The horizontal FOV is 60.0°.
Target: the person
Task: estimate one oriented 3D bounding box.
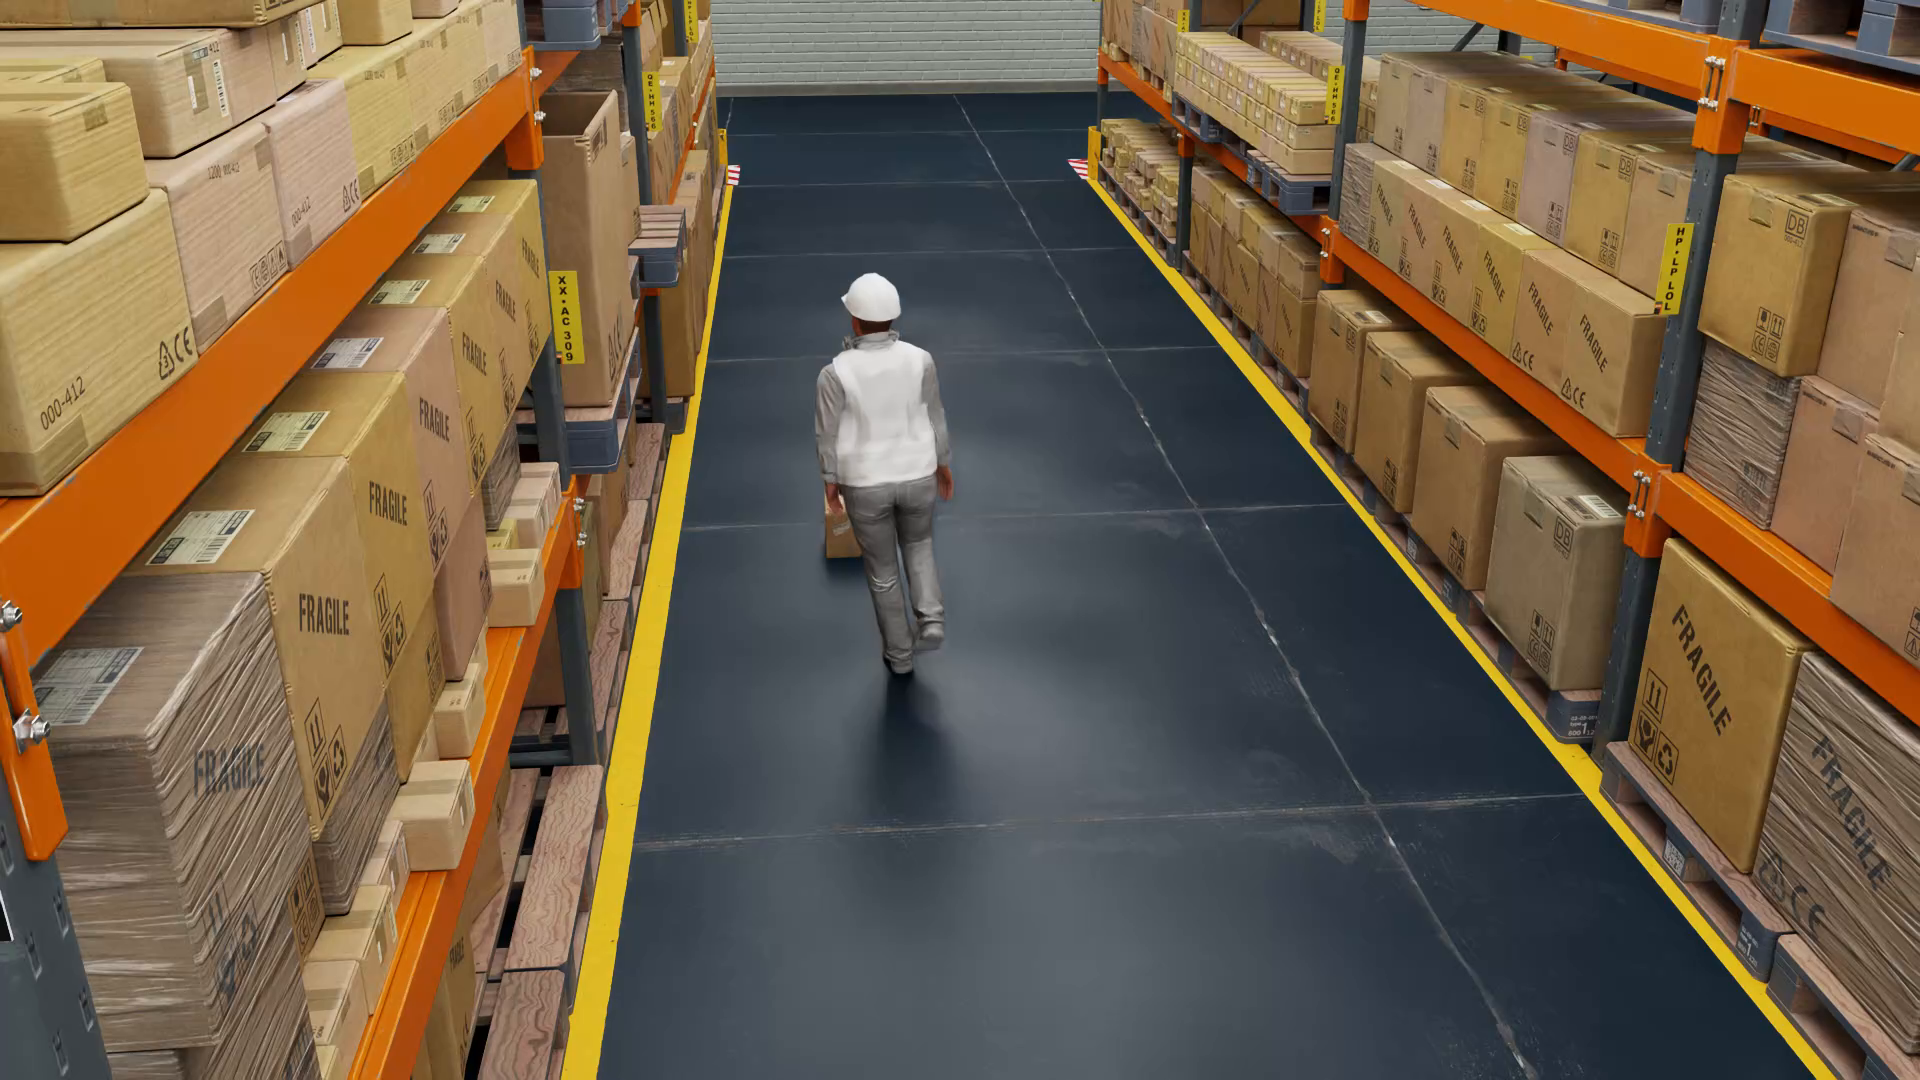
[{"bbox_3d":[-4.538,-2.385,6.965,8.125,5.792,11.319,-7,24,-15],"label":"person"}]
